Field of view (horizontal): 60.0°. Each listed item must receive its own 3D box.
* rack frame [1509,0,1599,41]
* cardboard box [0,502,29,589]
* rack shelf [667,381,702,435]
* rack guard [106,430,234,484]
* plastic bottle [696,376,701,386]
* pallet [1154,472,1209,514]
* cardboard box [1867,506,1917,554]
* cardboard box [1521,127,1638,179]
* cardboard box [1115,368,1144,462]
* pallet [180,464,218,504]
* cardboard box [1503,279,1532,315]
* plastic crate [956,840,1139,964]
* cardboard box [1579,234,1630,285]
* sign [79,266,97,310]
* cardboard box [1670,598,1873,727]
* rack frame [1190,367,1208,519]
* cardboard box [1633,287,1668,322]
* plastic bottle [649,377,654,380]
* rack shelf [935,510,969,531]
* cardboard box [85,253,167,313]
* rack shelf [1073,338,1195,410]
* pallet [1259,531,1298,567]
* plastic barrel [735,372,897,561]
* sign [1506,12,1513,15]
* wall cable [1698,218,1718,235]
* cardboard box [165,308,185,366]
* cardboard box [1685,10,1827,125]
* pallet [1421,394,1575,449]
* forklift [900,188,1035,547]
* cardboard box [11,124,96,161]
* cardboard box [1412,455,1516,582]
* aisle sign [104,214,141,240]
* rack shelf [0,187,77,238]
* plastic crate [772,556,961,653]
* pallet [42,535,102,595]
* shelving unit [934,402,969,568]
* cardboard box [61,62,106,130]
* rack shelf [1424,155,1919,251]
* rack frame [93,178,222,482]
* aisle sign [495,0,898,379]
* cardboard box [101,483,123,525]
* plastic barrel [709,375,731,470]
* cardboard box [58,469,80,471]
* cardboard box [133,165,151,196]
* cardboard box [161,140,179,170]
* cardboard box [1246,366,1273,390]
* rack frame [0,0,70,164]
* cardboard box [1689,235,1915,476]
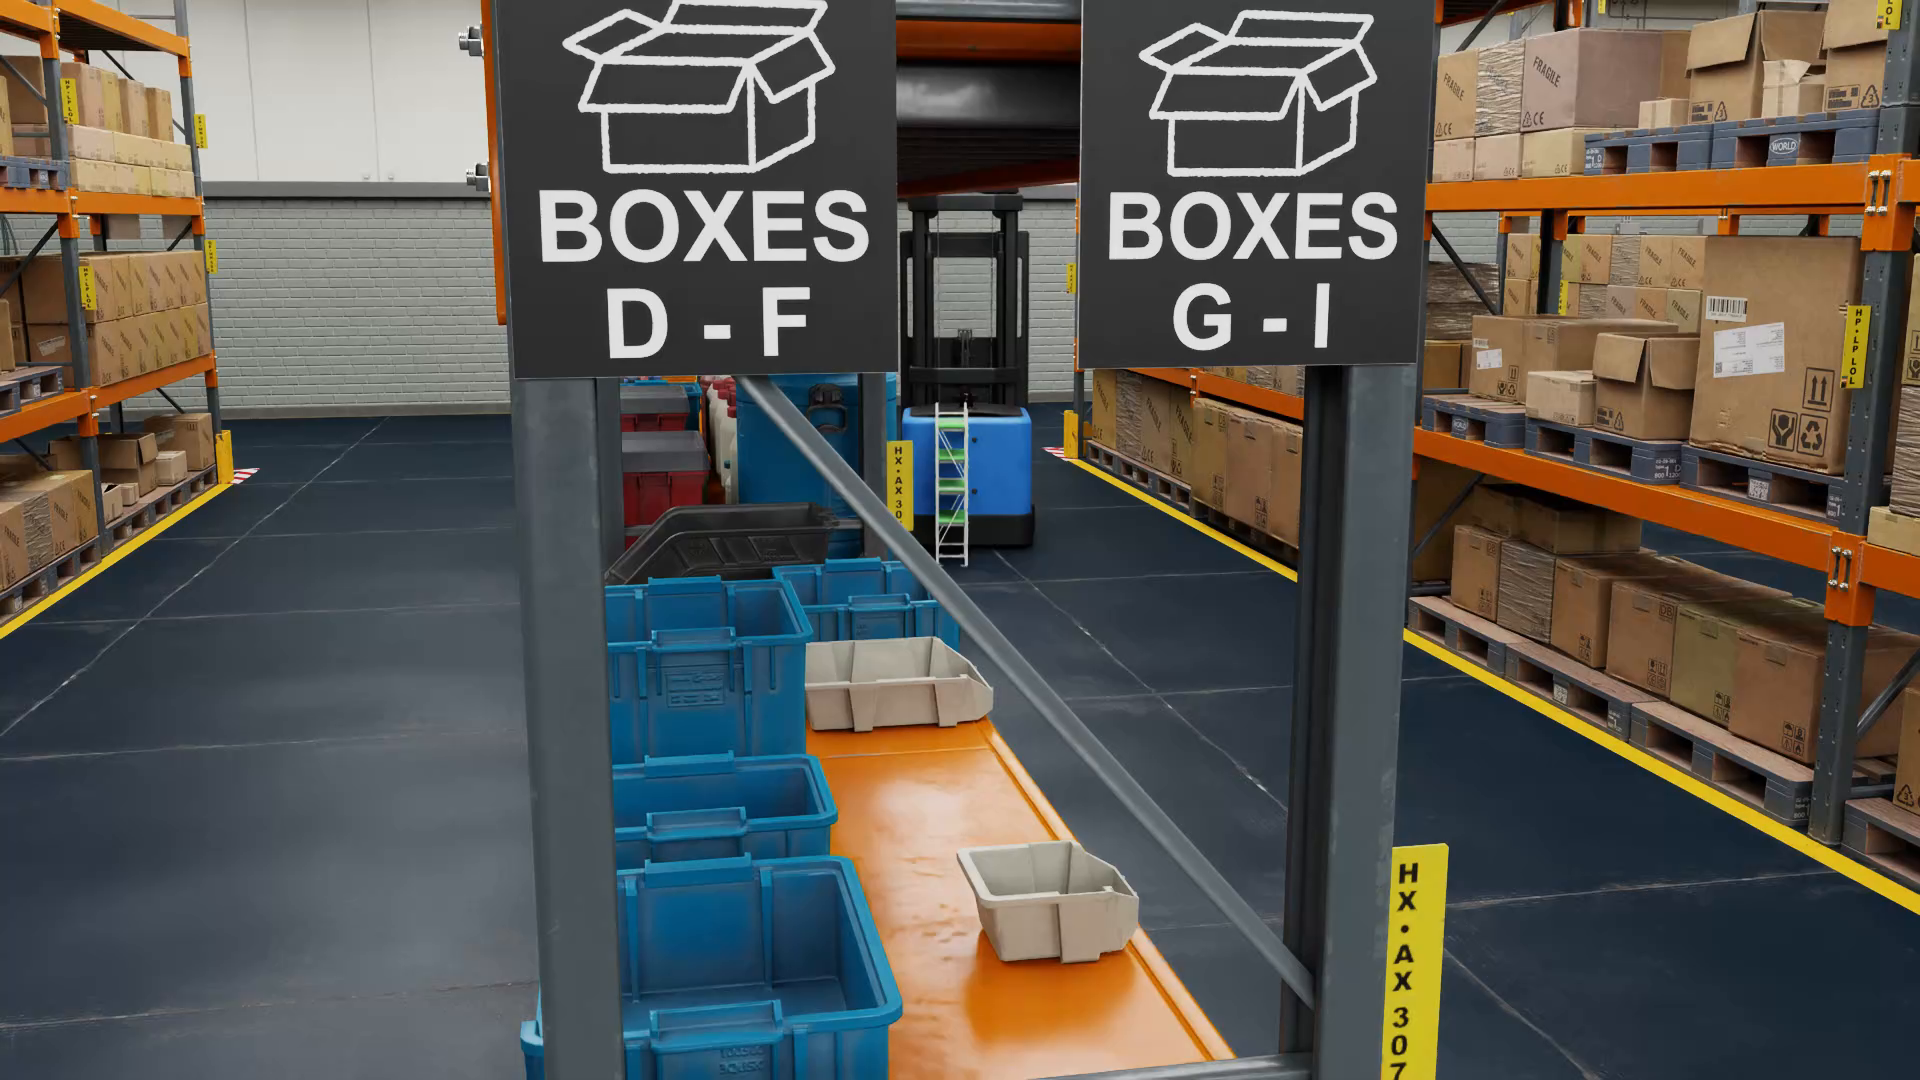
[{"bbox_3d":[6.650,-5.528,18.672,1.000,3.000,0.127,-2,11,-11],"label":"rack frame"},{"bbox_3d":[-6.511,0.042,10.960,0.500,0.500,0.500,-3,11,-13],"label":"cardboard box"},{"bbox_3d":[-1.926,-0.785,11.722,1.077,0.370,4.000,-2,11,-11],"label":"rack shelf"},{"bbox_3d":[-7.938,-0.817,16.654,1.175,0.500,0.348,-2,11,-11],"label":"rack guard"},{"bbox_3d":[-1.921,-1.285,12.558,0.144,0.351,0.185,-2,11,-11],"label":"plastic bottle"},{"bbox_3d":[2.472,-0.458,15.537,1.003,0.211,1.213,-2,11,-11],"label":"pallet"},{"bbox_3d":[3.846,-0.044,6.579,0.380,0.149,0.250,-2,11,-11],"label":"cardboard box"},{"bbox_3d":[3.372,-2.068,8.918,0.500,0.250,0.500,-2,11,-10],"label":"cardboard box"},{"bbox_3d":[2.145,-1.300,17.064,0.875,0.875,0.875,-2,11,-11],"label":"cardboard box"},{"bbox_3d":[-7.782,-0.529,15.913,1.003,0.211,1.213,-2,11,-11],"label":"pallet"},{"bbox_3d":[6.466,-2.684,18.711,0.500,0.500,0.500,-2,11,-8],"label":"cardboard box"},{"bbox_3d":[0.160,0.649,2.967,0.298,0.136,0.250,-2,11,-11],"label":"plastic crate"},{"bbox_3d":[6.763,-2.893,17.139,0.500,0.500,0.500,-2,11,-13],"label":"cardboard box"},{"bbox_3d":[-6.631,-1.915,12.641,0.100,0.325,0.005,-2,11,-11],"label":"sign"},{"bbox_3d":[3.927,0.592,8.071,0.700,0.500,0.500,-2,11,-11],"label":"cardboard box"},{"bbox_3d":[2.543,-1.685,14.529,1.000,3.000,0.127,-2,11,-11],"label":"rack frame"},{"bbox_3d":[6.957,-2.216,16.254,0.500,0.500,0.500,-2,11,-13],"label":"cardboard box"},{"bbox_3d":[-2.199,-1.078,11.683,0.097,0.271,0.097,0,11,0],"label":"plastic bottle"},{"bbox_3d":[-0.065,-0.130,12.793,0.258,0.148,0.480,0,11,-1],"label":"rack shelf"},{"bbox_3d":[-7.292,-2.246,14.534,0.500,0.500,0.500,-2,11,-9],"label":"cardboard box"},{"bbox_3d":[2.154,-1.699,16.523,1.077,0.370,4.000,-2,11,-11],"label":"rack shelf"},{"bbox_3d":[3.008,0.048,12.882,1.003,0.211,1.213,-2,11,-11],"label":"pallet"},{"bbox_3d":[-0.537,-0.366,6.257,0.600,0.901,0.708,-2,11,-11],"label":"plastic barrel"},{"bbox_3d":[6.118,-6.006,18.474,0.100,0.325,0.005,-2,11,-11],"label":"sign"},{"bbox_3d":[11.755,-4.365,25.893,0.588,1.984,0.122,-2,11,-11],"label":"wall cable"},{"bbox_3d":[-7.403,-1.850,15.124,0.500,0.500,0.500,-2,11,-11],"label":"cardboard box"},{"bbox_3d":[3.921,-2.211,7.870,0.797,0.503,0.637,-2,11,-9],"label":"cardboard box"},{"bbox_3d":[3.564,-0.731,10.026,1.213,0.211,1.003,-2,11,-11],"label":"pallet"},{"bbox_3d":[0.033,-1.612,14.325,1.130,2.935,3.031,0,11,-1],"label":"forklift"},{"bbox_3d":[-7.026,-3.069,12.842,0.500,0.250,0.500,-2,11,-11],"label":"cardboard box"},{"bbox_3d":[3.207,-0.242,11.503,1.225,0.875,0.875,-3,11,-14],"label":"cardboard box"},{"bbox_3d":[-8.254,-3.338,16.260,0.394,0.787,0.004,-2,11,-11],"label":"aisle sign"},{"bbox_3d":[-6.786,-2.079,10.499,1.077,0.370,4.000,-2,11,-11],"label":"rack shelf"},{"bbox_3d":[-0.278,0.228,4.873,0.499,0.251,0.616,-2,11,-11],"label":"plastic crate"},{"bbox_3d":[-6.979,0.192,12.124,1.003,0.211,1.213,-2,11,-11],"label":"pallet"},{"bbox_3d":[-0.065,-0.428,12.737,0.258,1.200,0.503,0,11,-1],"label":"shelving unit"},{"bbox_3d":[-7.265,-3.524,13.226,0.700,0.500,0.500,-2,11,-11],"label":"cardboard box"},{"bbox_3d":[3.710,-1.705,8.534,1.077,0.370,4.000,-2,11,-11],"label":"rack shelf"},{"bbox_3d":[-7.953,-2.059,16.494,1.000,3.000,0.127,-2,11,-11],"label":"rack frame"},{"bbox_3d":[-0.259,-0.557,1.650,0.394,0.787,0.004,-2,11,-11],"label":"aisle sign"},{"bbox_3d":[-7.044,-0.306,13.296,0.500,0.311,0.500,-2,11,-11],"label":"cardboard box"},{"bbox_3d":[-1.046,-0.568,8.361,0.421,0.512,0.421,0,11,0],"label":"plastic barrel"},{"bbox_3d":[-7.710,-0.453,14.067,0.500,0.311,0.500,-2,11,-11],"label":"cardboard box"},{"bbox_3d":[-7.316,-3.099,14.335,0.500,0.250,0.500,-2,11,-11],"label":"cardboard box"},{"bbox_3d":[-7.505,-3.528,15.253,0.500,0.250,0.500,-2,11,-11],"label":"cardboard box"},{"bbox_3d":[2.583,-1.457,13.062,0.500,0.500,0.500,-2,11,-12],"label":"cardboard box"},{"bbox_3d":[-7.175,-4.273,12.079,1.000,3.000,0.127,-2,11,-11],"label":"rack frame"},{"bbox_3d":[4.082,-0.870,7.517,1.000,1.000,1.000,-2,11,-11],"label":"cardboard box"}]
